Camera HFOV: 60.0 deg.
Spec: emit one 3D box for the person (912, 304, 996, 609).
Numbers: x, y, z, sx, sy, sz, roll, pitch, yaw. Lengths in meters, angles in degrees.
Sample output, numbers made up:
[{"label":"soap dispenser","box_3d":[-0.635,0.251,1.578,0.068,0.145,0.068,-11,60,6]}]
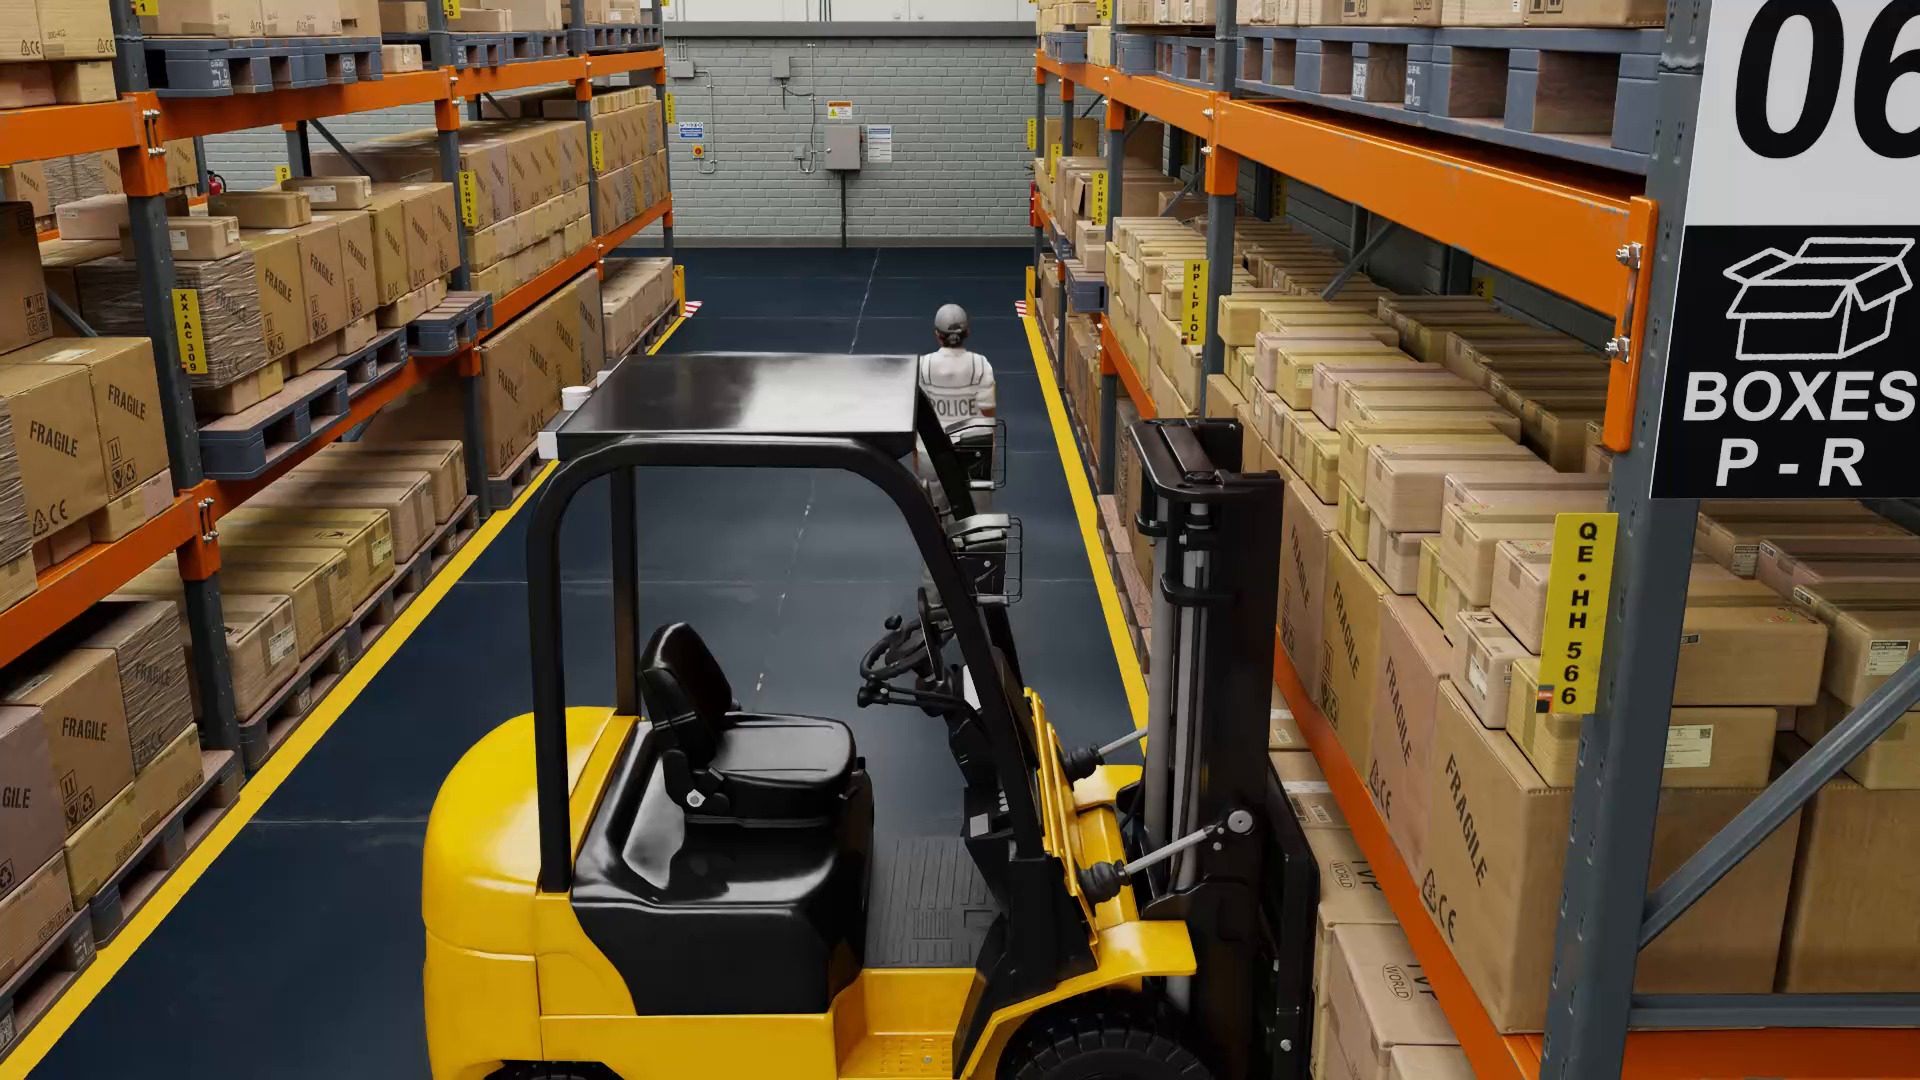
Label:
[{"label":"person","box_3d":[-0.042,-0.441,8.969,0.471,1.667,0.390,1,17,2]}]
